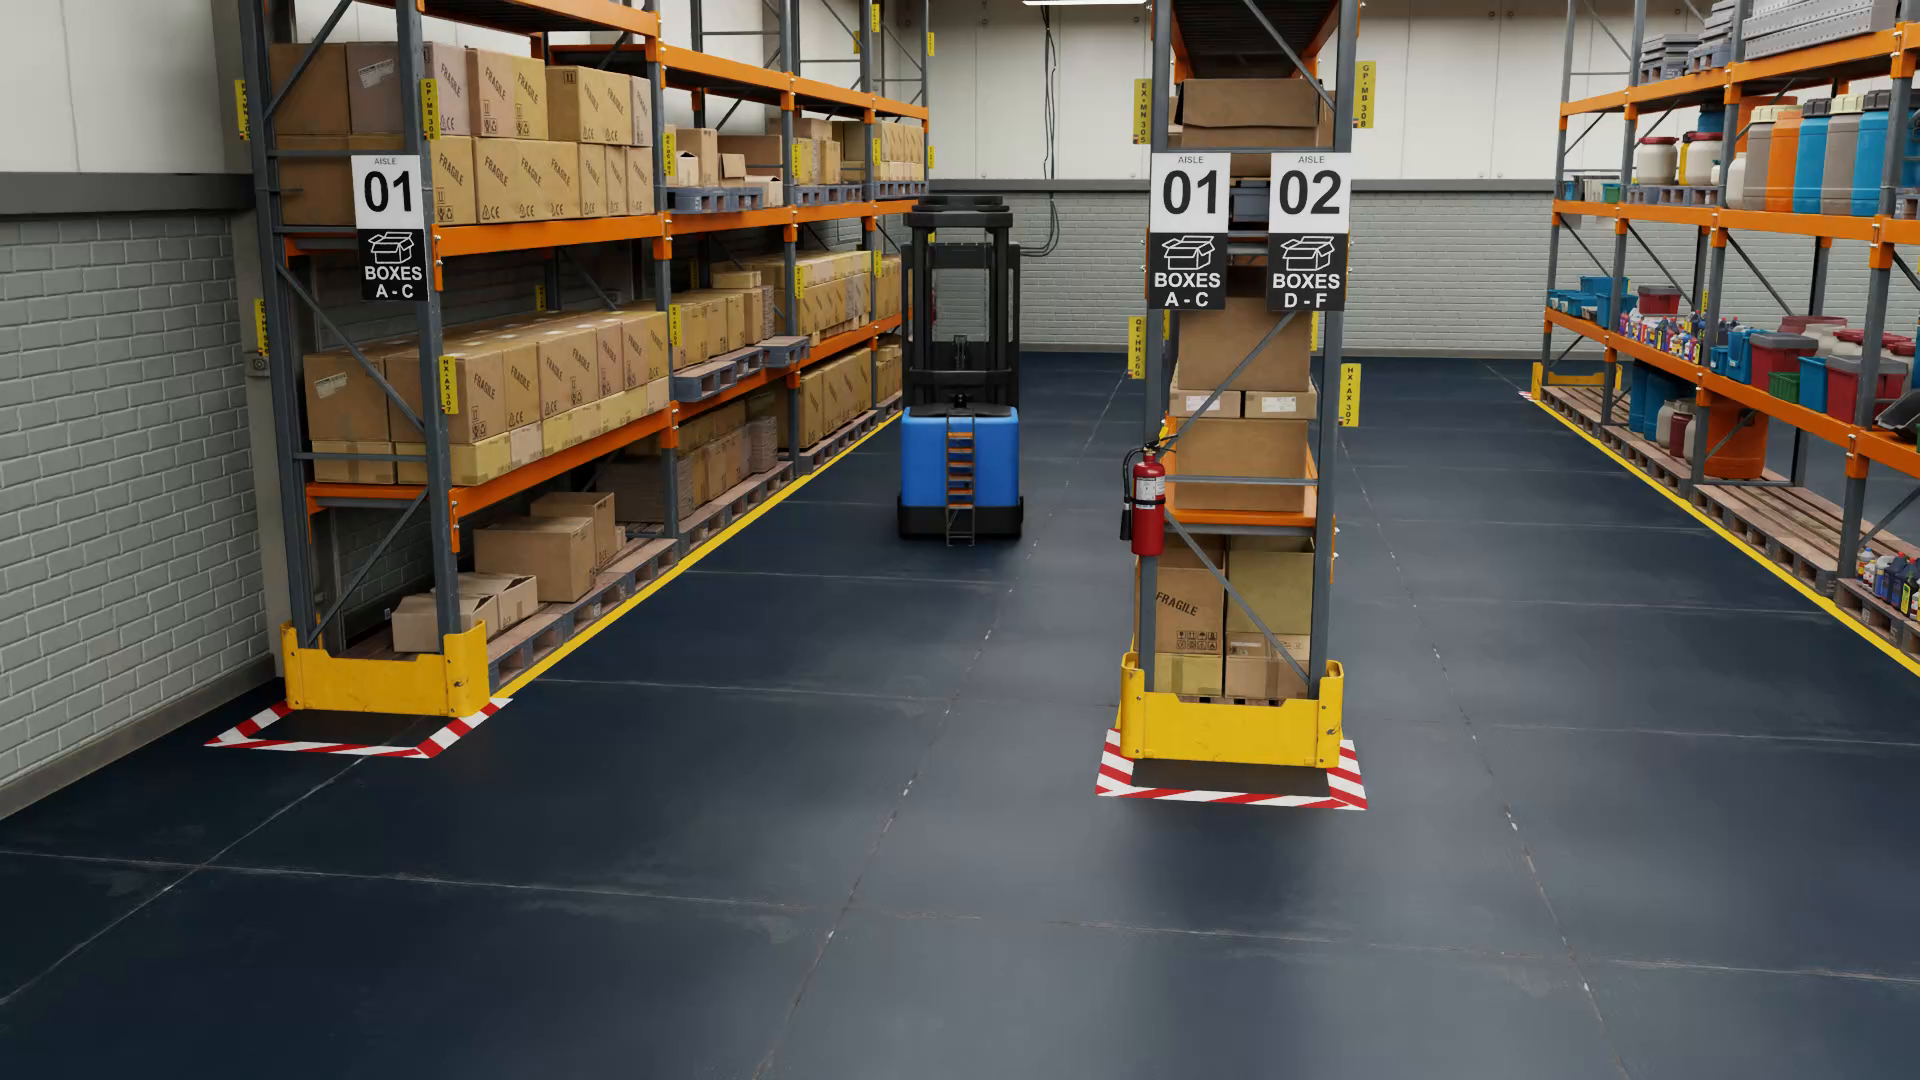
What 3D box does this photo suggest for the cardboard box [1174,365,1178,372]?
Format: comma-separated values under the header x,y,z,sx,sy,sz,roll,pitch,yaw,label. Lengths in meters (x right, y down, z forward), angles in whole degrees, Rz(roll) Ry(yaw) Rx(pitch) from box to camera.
x,y,z,sx,sy,sz,roll,pitch,yaw,label
1.501,-0.975,10.122,0.380,0.149,0.250,2,12,10,cardboard box

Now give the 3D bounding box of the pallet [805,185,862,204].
x,y,z,sx,sy,sz,roll,pitch,yaw,label
-1.670,-4.147,19.950,0.805,0.209,1.217,1,12,6,pallet

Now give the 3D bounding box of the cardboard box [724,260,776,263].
x,y,z,sx,sy,sz,roll,pitch,yaw,label
-2.296,-2.915,18.129,0.500,0.250,0.500,1,12,7,cardboard box

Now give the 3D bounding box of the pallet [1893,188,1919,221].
x,y,z,sx,sy,sz,roll,pitch,yaw,label
6.966,-2.201,10.914,1.213,0.211,1.003,2,12,9,pallet

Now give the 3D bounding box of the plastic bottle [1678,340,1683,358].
x,y,z,sx,sy,sz,roll,pitch,yaw,label
7.353,-1.946,16.875,0.097,0.201,0.097,0,12,0,plastic bottle

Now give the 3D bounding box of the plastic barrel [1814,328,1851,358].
x,y,z,sx,sy,sz,roll,pitch,yaw,label
7.584,-1.559,14.341,0.421,0.512,0.421,0,12,0,plastic barrel

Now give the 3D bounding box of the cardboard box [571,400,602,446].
x,y,z,sx,sy,sz,roll,pitch,yaw,label
-2.805,-0.816,11.468,0.500,0.250,0.500,2,12,9,cardboard box

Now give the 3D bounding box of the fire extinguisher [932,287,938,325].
x,y,z,sx,sy,sz,roll,pitch,yaw,label
-0.484,-3.596,25.126,0.296,0.674,0.183,2,12,9,fire extinguisher

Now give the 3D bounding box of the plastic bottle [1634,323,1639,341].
x,y,z,sx,sy,sz,roll,pitch,yaw,label
7.647,-2.345,18.725,0.097,0.201,0.097,0,12,0,plastic bottle

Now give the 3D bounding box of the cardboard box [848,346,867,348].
x,y,z,sx,sy,sz,roll,pitch,yaw,label
-1.461,-2.560,22.650,0.380,0.149,0.250,1,12,7,cardboard box

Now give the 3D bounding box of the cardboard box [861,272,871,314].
x,y,z,sx,sy,sz,roll,pitch,yaw,label
-1.400,-3.066,20.611,0.500,0.500,0.500,2,12,8,cardboard box

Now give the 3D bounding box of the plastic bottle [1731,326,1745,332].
x,y,z,sx,sy,sz,roll,pitch,yaw,label
8.195,-2.121,17.508,0.152,0.276,0.135,2,12,9,plastic bottle

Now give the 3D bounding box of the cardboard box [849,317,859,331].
x,y,z,sx,sy,sz,roll,pitch,yaw,label
-1.433,-2.611,20.039,0.380,0.149,0.250,2,12,9,cardboard box

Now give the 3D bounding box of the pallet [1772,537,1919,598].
x,y,z,sx,sy,sz,roll,pitch,yaw,label
7.063,0.218,12.980,1.003,0.211,1.213,2,12,9,pallet

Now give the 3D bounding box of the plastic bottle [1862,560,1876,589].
x,y,z,sx,sy,sz,roll,pitch,yaw,label
6.483,0.246,11.830,0.097,0.201,0.097,0,12,0,plastic bottle

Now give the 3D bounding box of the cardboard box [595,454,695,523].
x,y,z,sx,sy,sz,roll,pitch,yaw,label
-2.712,-0.448,14.342,0.700,0.500,0.500,2,12,11,cardboard box

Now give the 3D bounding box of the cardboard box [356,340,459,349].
x,y,z,sx,sy,sz,roll,pitch,yaw,label
-3.474,-0.981,10.455,0.500,0.500,0.500,2,12,9,cardboard box

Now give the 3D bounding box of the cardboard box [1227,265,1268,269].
x,y,z,sx,sy,sz,roll,pitch,yaw,label
2.025,-1.732,12.094,0.700,0.500,0.500,2,12,9,cardboard box

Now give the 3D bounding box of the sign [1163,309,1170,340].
x,y,z,sx,sy,sz,roll,pitch,yaw,label
1.549,-1.684,12.629,0.100,0.325,0.005,2,12,9,sign

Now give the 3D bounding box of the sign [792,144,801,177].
x,y,z,sx,sy,sz,roll,pitch,yaw,label
-1.657,-3.835,16.821,0.100,0.325,0.005,2,12,9,sign

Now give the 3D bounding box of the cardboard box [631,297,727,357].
x,y,z,sx,sy,sz,roll,pitch,yaw,label
-2.533,-1.924,15.021,0.700,0.500,0.500,4,13,16,cardboard box

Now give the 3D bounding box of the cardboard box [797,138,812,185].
x,y,z,sx,sy,sz,roll,pitch,yaw,label
-2.048,-4.194,18.432,0.700,0.500,0.500,3,12,12,cardboard box

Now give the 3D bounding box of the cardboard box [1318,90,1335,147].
x,y,z,sx,sy,sz,roll,pitch,yaw,label
1.997,-2.435,9.984,0.500,0.500,0.500,2,12,9,cardboard box

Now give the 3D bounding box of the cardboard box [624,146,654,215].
x,y,z,sx,sy,sz,roll,pitch,yaw,label
-2.642,-2.713,12.555,0.500,0.500,0.500,2,12,10,cardboard box

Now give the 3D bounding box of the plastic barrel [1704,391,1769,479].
x,y,z,sx,sy,sz,roll,pitch,yaw,label
7.654,-1.060,16.445,0.600,0.830,0.708,2,12,9,plastic barrel

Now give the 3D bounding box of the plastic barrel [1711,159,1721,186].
x,y,z,sx,sy,sz,roll,pitch,yaw,label
7.616,-3.645,16.498,0.301,0.262,0.301,0,12,0,plastic barrel

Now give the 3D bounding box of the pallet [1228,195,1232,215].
x,y,z,sx,sy,sz,roll,pitch,yaw,label
2.210,-2.698,13.228,0.805,0.209,1.217,1,12,6,pallet

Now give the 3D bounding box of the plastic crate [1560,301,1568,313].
x,y,z,sx,sy,sz,roll,pitch,yaw,label
8.228,-3.133,22.393,0.250,0.136,0.298,2,12,9,plastic crate

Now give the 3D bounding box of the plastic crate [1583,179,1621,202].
x,y,z,sx,sy,sz,roll,pitch,yaw,label
8.181,-4.435,21.115,0.437,0.282,0.530,2,12,9,plastic crate

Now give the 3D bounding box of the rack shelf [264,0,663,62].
x,y,z,sx,sy,sz,roll,pitch,yaw,label
-3.116,-3.464,10.924,1.077,0.370,4.000,2,12,9,rack shelf

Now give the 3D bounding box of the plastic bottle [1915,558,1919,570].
x,y,z,sx,sy,sz,roll,pitch,yaw,label
6.589,0.259,11.416,0.144,0.351,0.185,2,12,9,plastic bottle

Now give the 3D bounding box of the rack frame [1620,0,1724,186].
x,y,z,sx,sy,sz,roll,pitch,yaw,label
8.211,-5.578,19.017,1.000,3.000,0.127,2,12,9,rack frame

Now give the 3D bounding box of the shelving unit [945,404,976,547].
x,y,z,sx,sy,sz,roll,pitch,yaw,label
0.005,-0.550,14.197,0.258,1.200,0.189,0,12,0,shelving unit

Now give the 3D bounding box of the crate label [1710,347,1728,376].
x,y,z,sx,sy,sz,roll,pitch,yaw,label
7.161,-1.656,15.453,0.303,0.233,0.416,2,12,9,crate label

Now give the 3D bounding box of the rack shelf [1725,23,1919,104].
x,y,z,sx,sy,sz,roll,pitch,yaw,label
7.288,-3.782,13.340,1.077,0.370,4.000,2,12,9,rack shelf

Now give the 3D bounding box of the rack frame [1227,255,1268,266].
x,y,z,sx,sy,sz,roll,pitch,yaw,label
3.317,-2.807,20.398,1.000,3.000,0.127,2,12,9,rack frame

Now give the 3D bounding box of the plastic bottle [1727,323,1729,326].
x,y,z,sx,sy,sz,roll,pitch,yaw,label
8.209,-2.182,17.804,0.097,0.271,0.097,0,12,0,plastic bottle

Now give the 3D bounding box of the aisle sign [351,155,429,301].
x,y,z,sx,sy,sz,roll,pitch,yaw,label
-3.138,-1.715,9.159,0.394,0.787,0.004,2,12,9,aisle sign

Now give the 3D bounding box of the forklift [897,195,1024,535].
x,y,z,sx,sy,sz,roll,pitch,yaw,label
0.007,-1.736,15.593,1.130,2.935,3.031,0,12,0,forklift

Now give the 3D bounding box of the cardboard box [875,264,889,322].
x,y,z,sx,sy,sz,roll,pitch,yaw,label
-1.478,-3.226,21.629,0.980,0.700,0.700,2,12,10,cardboard box

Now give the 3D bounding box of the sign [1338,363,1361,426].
x,y,z,sx,sy,sz,roll,pitch,yaw,label
2.019,-0.752,8.618,0.100,0.325,0.005,2,12,9,sign

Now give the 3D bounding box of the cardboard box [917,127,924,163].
x,y,z,sx,sy,sz,roll,pitch,yaw,label
-0.806,-5.652,23.821,0.500,0.500,0.500,2,12,8,cardboard box

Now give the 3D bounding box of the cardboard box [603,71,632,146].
x,y,z,sx,sy,sz,roll,pitch,yaw,label
-2.692,-3.087,11.919,0.500,0.500,0.500,3,12,12,cardboard box

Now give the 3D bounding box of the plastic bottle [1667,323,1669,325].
x,y,z,sx,sy,sz,roll,pitch,yaw,label
7.522,-2.156,17.655,0.061,0.283,0.133,2,12,9,plastic bottle

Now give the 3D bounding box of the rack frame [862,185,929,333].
x,y,z,sx,sy,sz,roll,pitch,yaw,label
-0.963,-3.799,25.003,1.000,3.000,0.127,2,12,9,rack frame

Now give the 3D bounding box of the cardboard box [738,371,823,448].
x,y,z,sx,sy,sz,roll,pitch,yaw,label
-1.950,-1.437,18.148,0.750,0.750,0.750,2,12,8,cardboard box

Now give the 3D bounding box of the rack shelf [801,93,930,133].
x,y,z,sx,sy,sz,roll,pitch,yaw,label
-1.270,-5.768,22.557,1.077,0.370,4.000,2,12,9,rack shelf

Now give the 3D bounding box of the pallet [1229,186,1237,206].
x,y,z,sx,sy,sz,roll,pitch,yaw,label
1.981,-2.386,11.536,1.003,0.211,1.213,2,12,9,pallet

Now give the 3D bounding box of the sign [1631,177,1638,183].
x,y,z,sx,sy,sz,roll,pitch,yaw,label
9.372,-4.879,23.141,0.100,0.325,0.005,2,12,9,sign

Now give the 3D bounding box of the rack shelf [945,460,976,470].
x,y,z,sx,sy,sz,roll,pitch,yaw,label
0.005,-0.624,14.181,0.258,0.103,0.180,0,12,0,rack shelf

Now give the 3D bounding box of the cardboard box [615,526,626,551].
x,y,z,sx,sy,sz,roll,pitch,yaw,label
-2.861,-0.019,13.142,0.380,0.166,0.250,0,12,1,cardboard box

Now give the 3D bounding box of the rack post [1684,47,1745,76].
x,y,z,sx,sy,sz,roll,pitch,yaw,label
8.026,-4.908,17.096,0.937,0.300,0.954,3,13,15,rack post

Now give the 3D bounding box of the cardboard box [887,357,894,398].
x,y,z,sx,sy,sz,roll,pitch,yaw,label
-1.281,-2.207,22.550,0.700,0.500,0.500,2,12,8,cardboard box
